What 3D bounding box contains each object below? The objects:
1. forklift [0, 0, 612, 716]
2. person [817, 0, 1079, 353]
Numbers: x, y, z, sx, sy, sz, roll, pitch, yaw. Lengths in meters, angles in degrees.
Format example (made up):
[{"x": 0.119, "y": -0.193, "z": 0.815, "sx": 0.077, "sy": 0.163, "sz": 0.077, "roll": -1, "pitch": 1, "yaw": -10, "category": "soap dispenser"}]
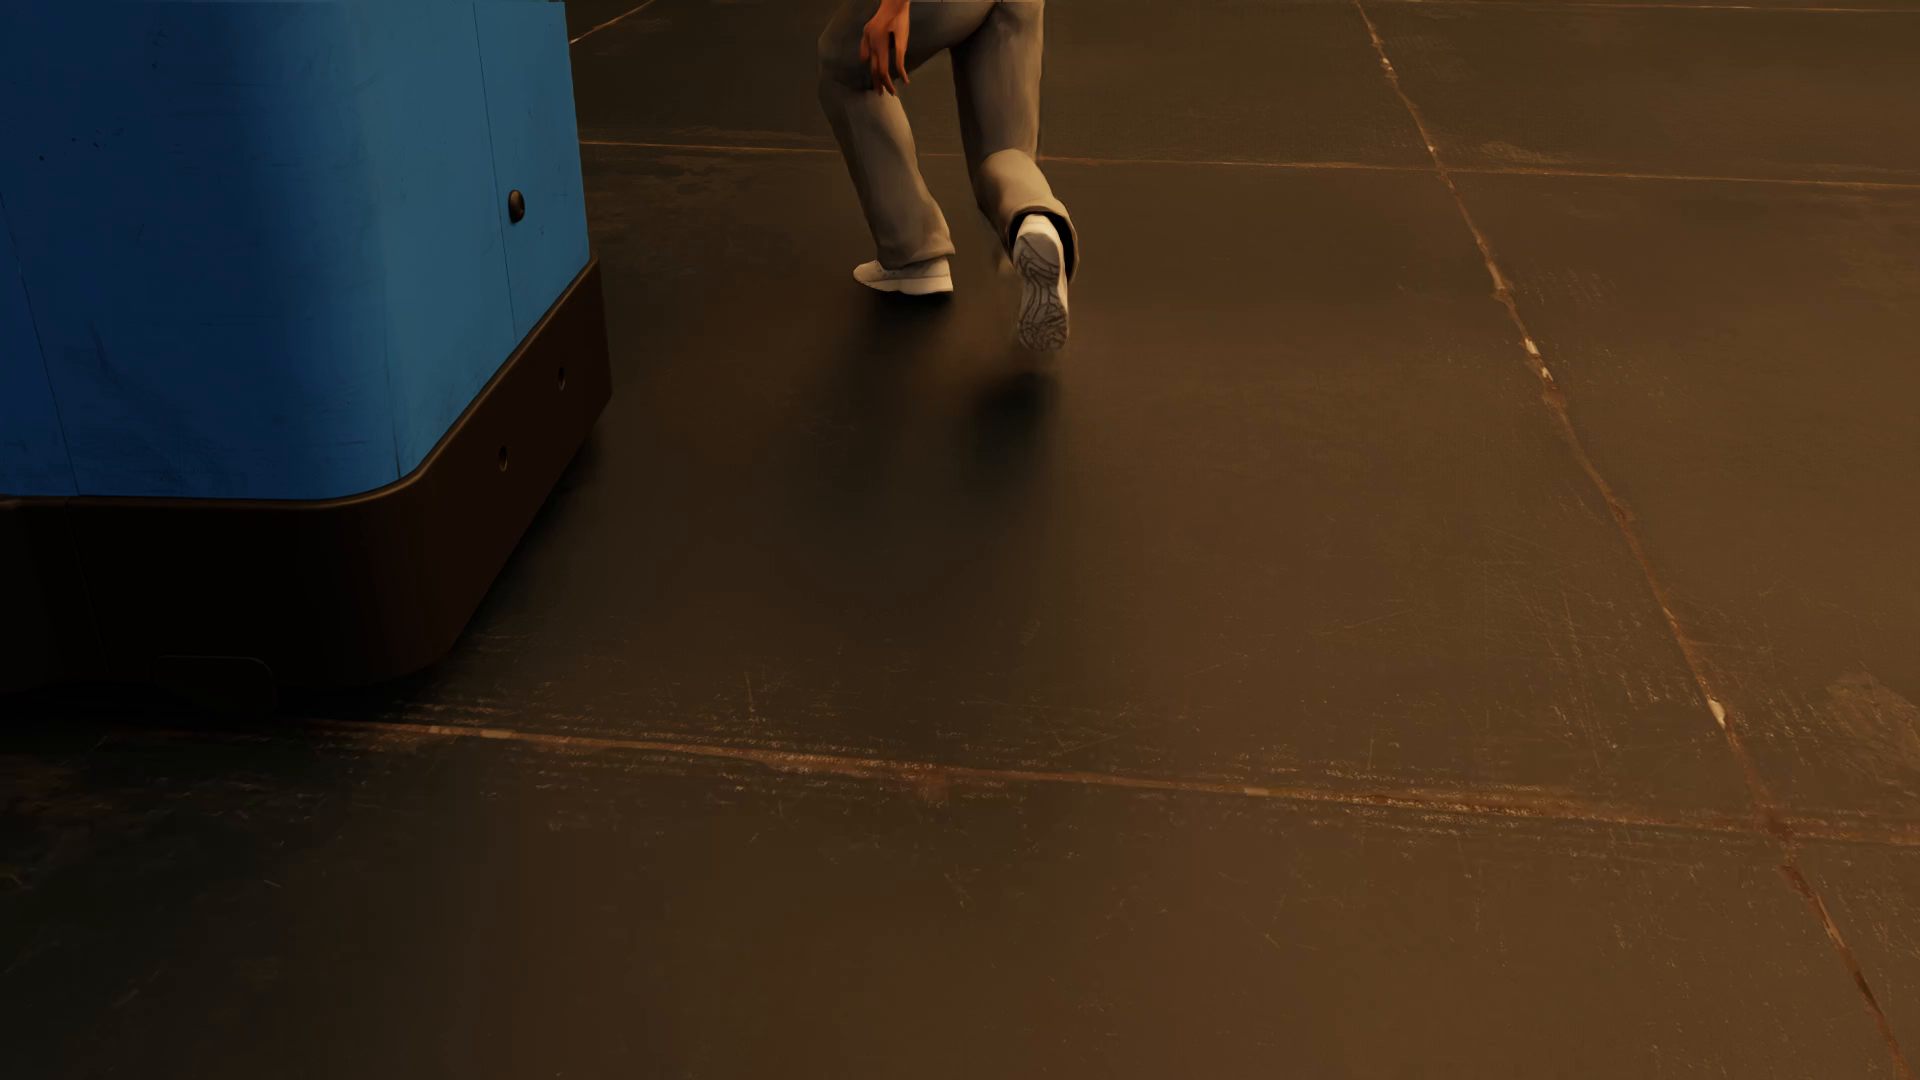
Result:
[{"x": -2.125, "y": -1.334, "z": 1.890, "sx": 3.031, "sy": 2.935, "sz": 1.130, "roll": 1, "pitch": 27, "yaw": 2, "category": "forklift"}, {"x": -0.059, "y": -1.061, "z": 3.073, "sx": 0.576, "sy": 1.453, "sz": 0.867, "roll": -20, "pitch": 33, "yaw": -35, "category": "person"}]
